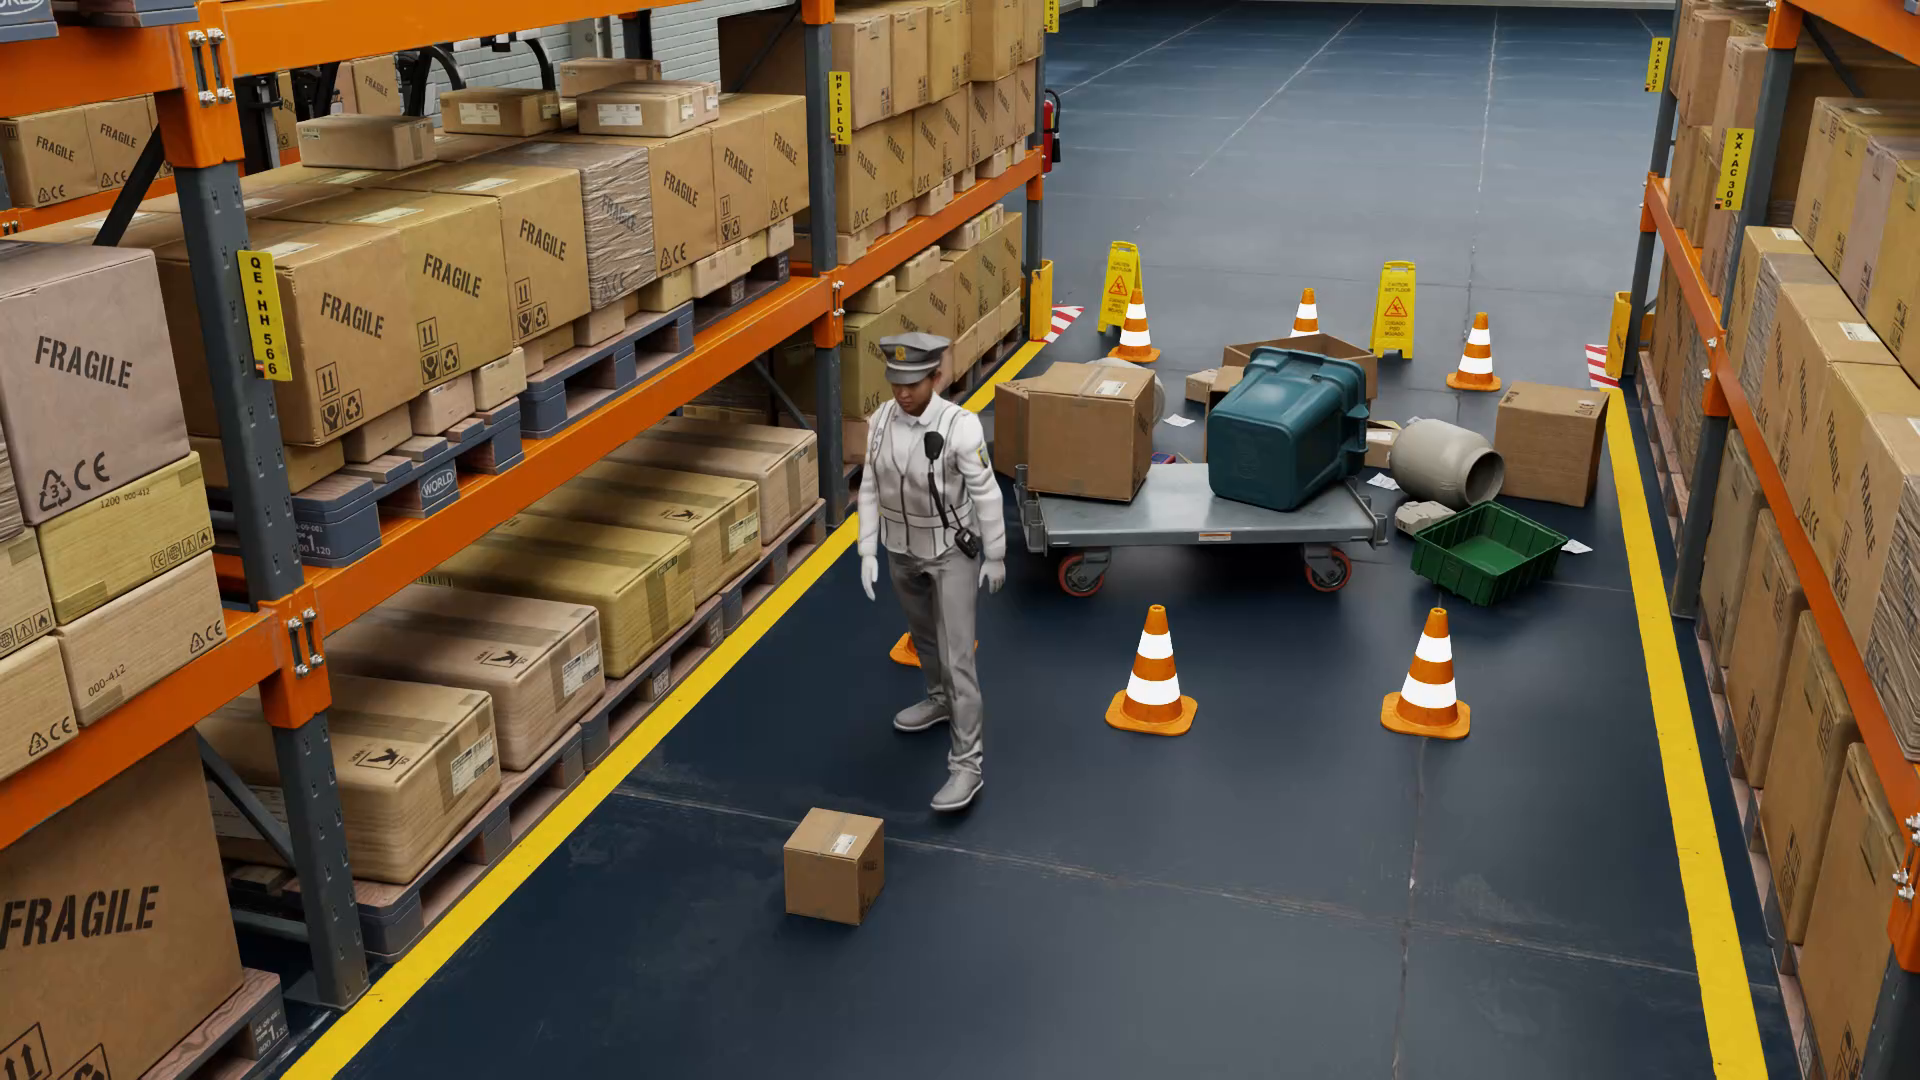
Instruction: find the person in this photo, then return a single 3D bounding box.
[{"bbox_3d":[-0.082,0.071,5.900,0.620,1.627,0.720,15,26,32],"label":"person"}]
